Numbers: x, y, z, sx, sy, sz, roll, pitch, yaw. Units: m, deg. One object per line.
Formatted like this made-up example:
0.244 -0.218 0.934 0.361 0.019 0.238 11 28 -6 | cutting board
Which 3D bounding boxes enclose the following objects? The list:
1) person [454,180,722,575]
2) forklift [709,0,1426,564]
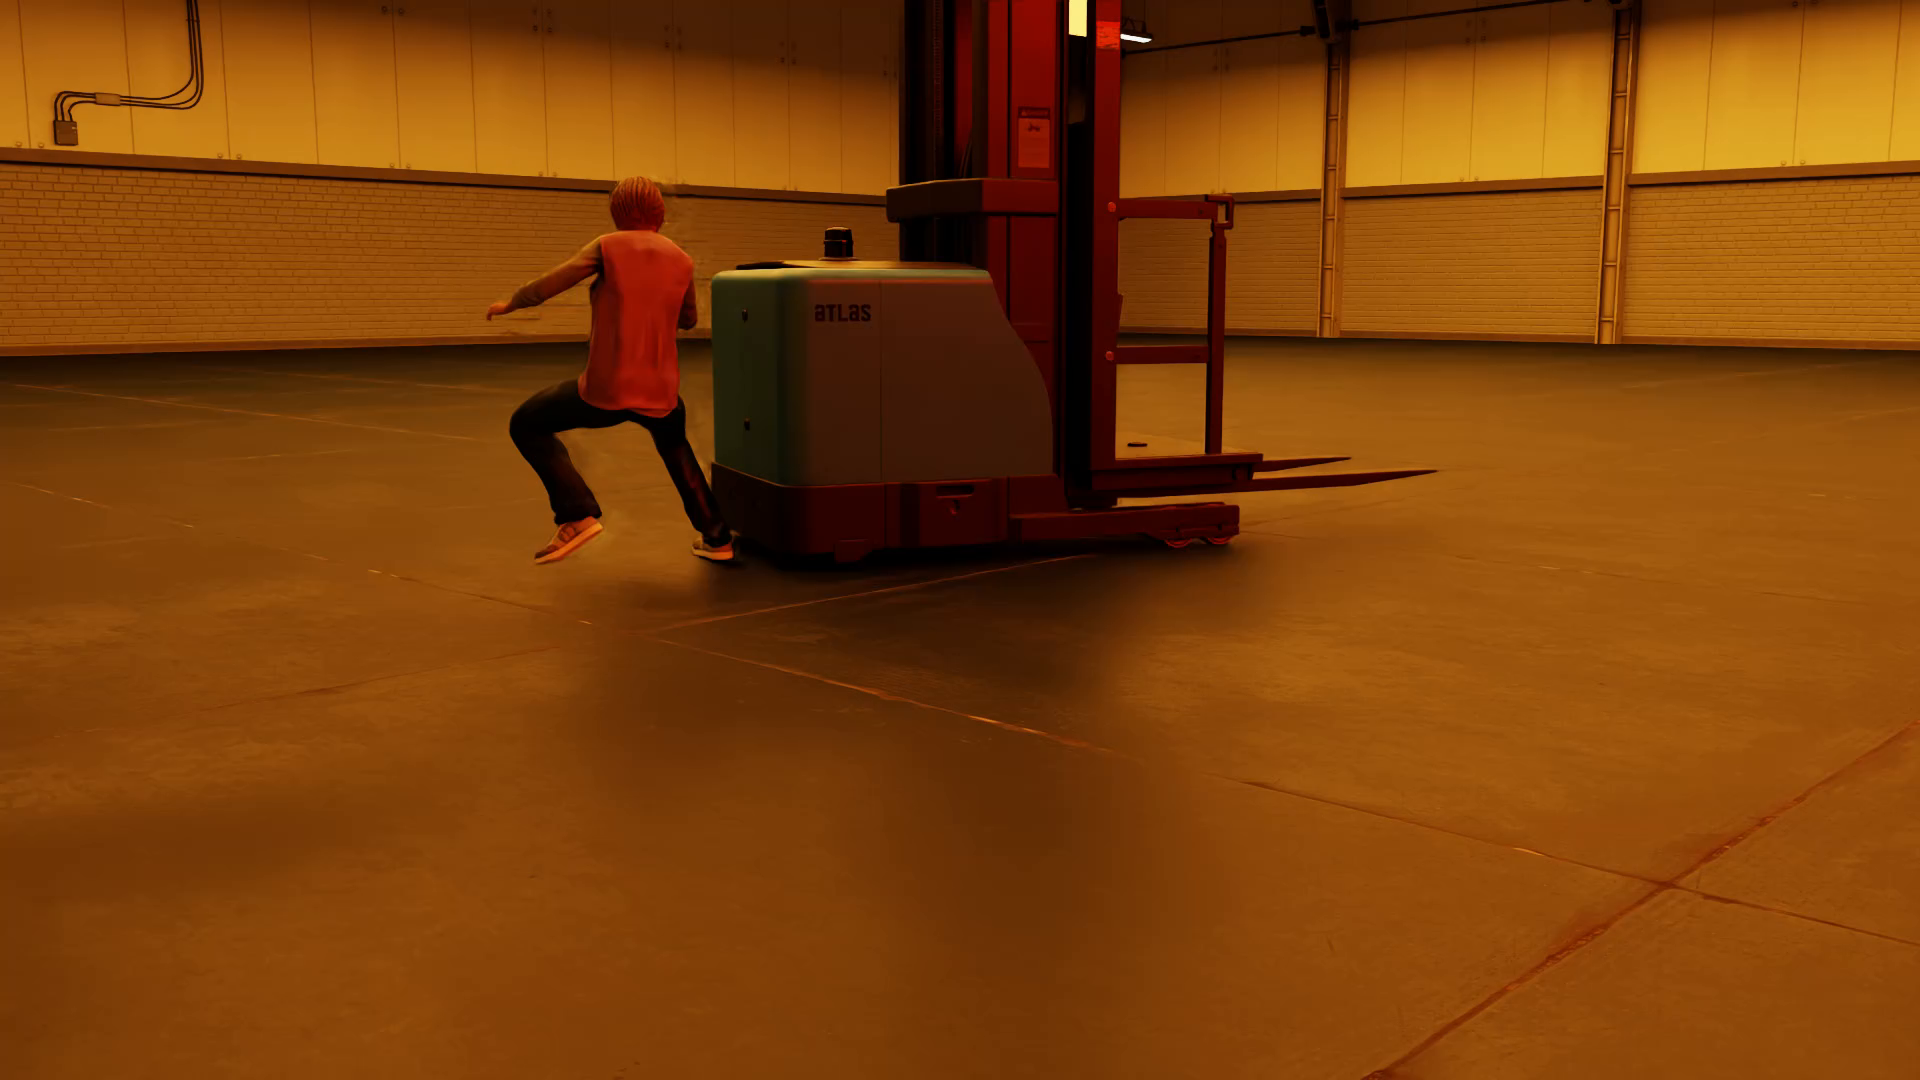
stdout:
-1.291 -0.565 5.901 0.923 1.355 0.655 -5 10 -29 | person
0.547 -1.490 6.767 3.031 2.935 1.130 -4 10 -26 | forklift
